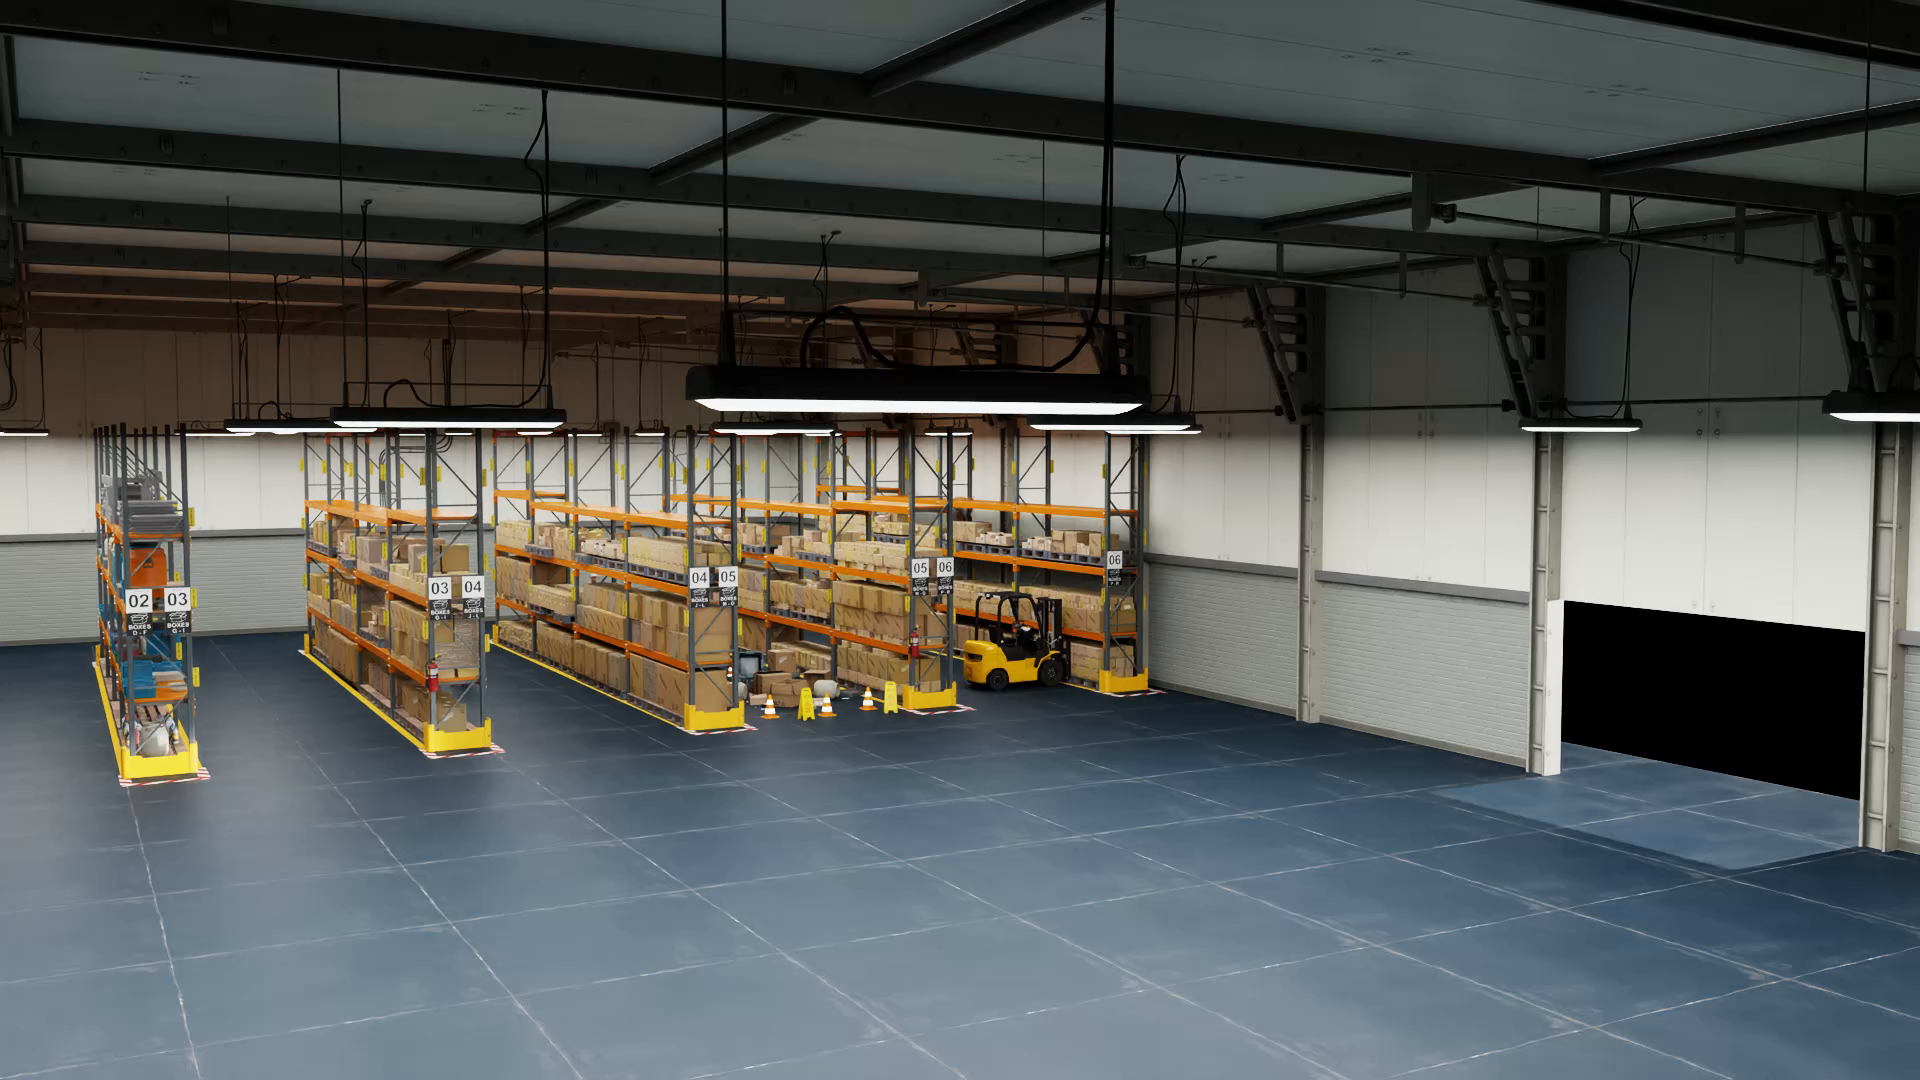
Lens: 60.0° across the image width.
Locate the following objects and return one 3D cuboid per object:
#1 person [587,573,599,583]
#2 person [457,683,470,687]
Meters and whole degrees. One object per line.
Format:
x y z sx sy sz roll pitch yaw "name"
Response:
-10.842 1.887 49.294 0.608 1.854 0.431 -1 4 -9 "person"
-11.474 2.573 38.499 0.421 1.647 0.556 -3 5 -43 "person"
